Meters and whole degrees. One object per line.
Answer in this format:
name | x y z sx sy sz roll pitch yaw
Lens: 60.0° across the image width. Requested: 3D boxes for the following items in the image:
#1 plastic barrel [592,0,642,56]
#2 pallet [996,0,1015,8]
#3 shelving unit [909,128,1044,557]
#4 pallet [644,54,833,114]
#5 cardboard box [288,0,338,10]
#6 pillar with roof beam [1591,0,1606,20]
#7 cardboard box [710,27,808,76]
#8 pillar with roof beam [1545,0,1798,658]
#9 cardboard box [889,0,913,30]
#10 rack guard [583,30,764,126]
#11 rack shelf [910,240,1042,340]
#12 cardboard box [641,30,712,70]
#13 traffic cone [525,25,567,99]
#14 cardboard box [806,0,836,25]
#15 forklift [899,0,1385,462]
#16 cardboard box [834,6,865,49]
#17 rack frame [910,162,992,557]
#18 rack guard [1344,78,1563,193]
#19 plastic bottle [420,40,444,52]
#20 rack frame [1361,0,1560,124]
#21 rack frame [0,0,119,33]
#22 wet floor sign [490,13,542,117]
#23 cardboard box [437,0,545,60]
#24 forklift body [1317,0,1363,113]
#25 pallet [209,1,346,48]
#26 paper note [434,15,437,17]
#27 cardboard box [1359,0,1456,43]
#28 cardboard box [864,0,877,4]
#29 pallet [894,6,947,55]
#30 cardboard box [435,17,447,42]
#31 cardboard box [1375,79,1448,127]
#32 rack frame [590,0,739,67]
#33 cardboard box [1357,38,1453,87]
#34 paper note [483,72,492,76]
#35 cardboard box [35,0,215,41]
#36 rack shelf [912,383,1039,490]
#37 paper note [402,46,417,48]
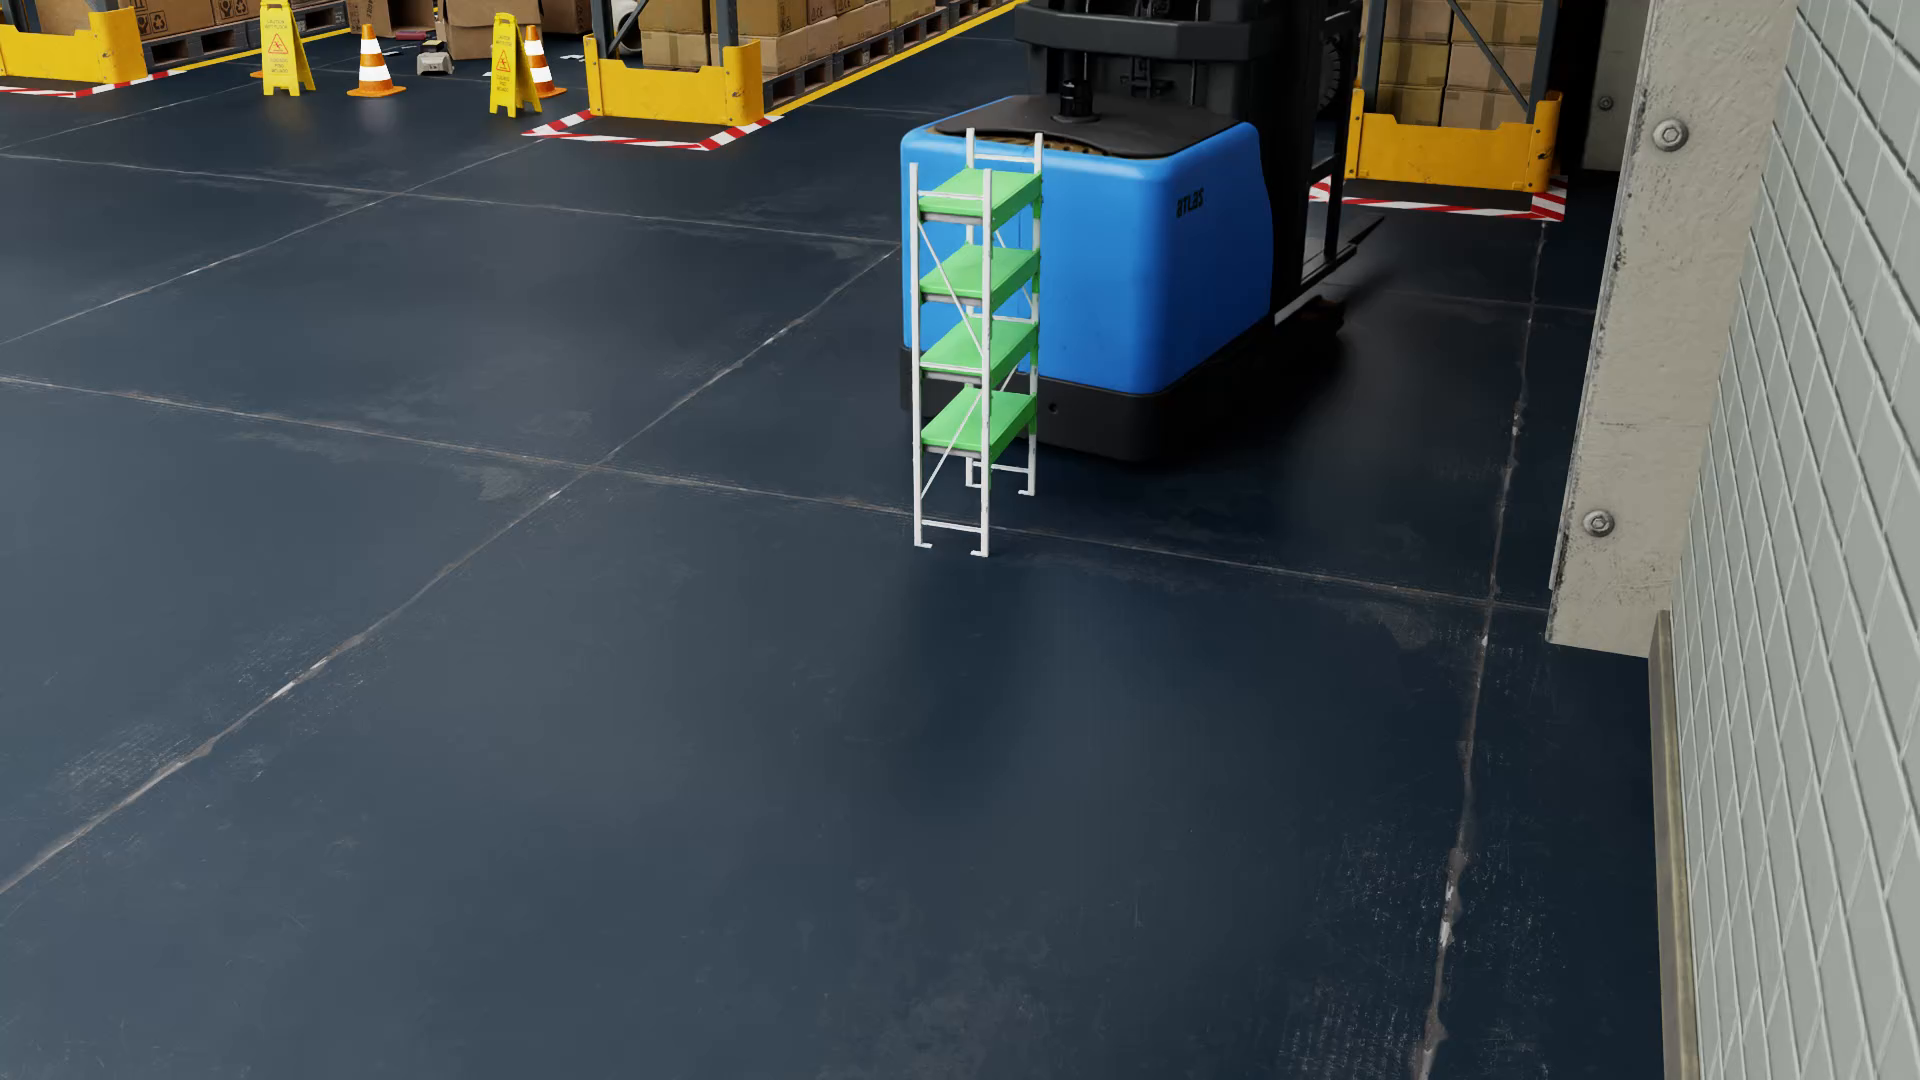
plastic barrel | -2.656 -4.061 13.152 0.421 0.421 0.512 -14 29 -27
pallet | 0.077 -5.364 16.087 1.003 0.211 1.213 9 27 17
shelving unit | 0.055 -0.608 5.129 0.258 1.200 0.503 9 27 17
pallet | -1.587 -3.257 11.735 1.003 0.211 1.213 9 27 17
cardboard box | -5.858 -5.086 14.268 0.875 0.875 0.875 9 27 18
pillar with roof beam | 1.785 -9.380 14.296 9.100 9.000 0.400 9 27 17
cardboard box | -1.386 -3.395 11.494 0.500 0.250 0.500 9 27 17
pillar with roof beam | -2.208 -4.448 4.111 9.100 9.000 0.400 9 27 17
cardboard box | -0.696 -4.245 13.250 0.500 0.250 0.500 8 27 16
rack guard | -1.890 -3.059 10.993 1.175 0.500 0.348 9 27 17
rack shelf | 0.055 -0.767 5.052 0.258 0.148 0.480 9 27 17
cardboard box | -1.892 -3.485 11.679 0.500 0.250 0.500 9 27 17
traffic cone | -2.989 -3.374 11.688 0.336 0.463 0.334 9 27 17
cardboard box | -1.209 -3.958 11.796 0.500 0.500 0.500 8 27 16
forklift | 0.967 -2.184 6.397 1.130 2.935 3.031 15 29 27
cardboard box | -1.040 -3.830 12.392 0.500 0.250 0.500 11 28 21
rack frame | -0.026 -0.508 4.922 0.240 1.200 0.015 9 27 17
rack guard | 2.758 -2.299 9.425 1.175 0.500 0.348 9 27 17
plastic bottle | -4.251 -3.990 13.421 0.133 0.061 0.283 0 26 -1
rack frame | 2.766 -3.434 8.901 1.000 3.000 0.127 9 27 17
rack frame | -6.617 -4.829 11.781 1.000 3.000 0.127 9 27 17
wet floor sign | -2.988 -3.170 11.056 0.267 0.644 0.232 20 32 35
cardboard box | -3.718 -4.118 13.177 0.797 0.503 0.637 -9 27 -18
forklift body | 1.677 -4.096 11.242 2.313 2.155 1.214 9 27 17
pallet | -6.017 -4.413 14.123 1.003 0.211 1.213 9 27 17
paper note | -4.656 -4.729 14.981 0.147 0.020 0.142 -9 27 -18
cardboard box | 2.626 -3.070 9.675 0.500 0.250 0.500 10 27 19
cardboard box | -0.865 -4.384 12.675 0.500 0.500 0.500 10 28 20
pallet | -0.775 -4.260 13.806 1.003 0.211 1.213 9 27 17
cardboard box | -4.121 -4.268 13.761 0.396 0.266 0.258 14 29 26
cardboard box | 2.625 -2.624 9.902 0.500 0.250 0.500 9 27 18
rack frame | -1.916 -4.152 10.384 1.000 3.000 0.127 9 27 17
cardboard box | 2.634 -2.856 9.806 0.500 0.250 0.500 8 27 17
paper note | -3.478 -3.493 12.430 0.148 0.019 0.142 0 26 -1
cardboard box | -6.454 -4.350 12.748 0.875 0.875 0.875 9 27 18
rack shelf | 0.055 -0.335 5.261 0.258 0.148 0.480 9 27 17
paper note | -4.477 -4.005 13.510 0.123 0.001 0.032 -20 33 -36
